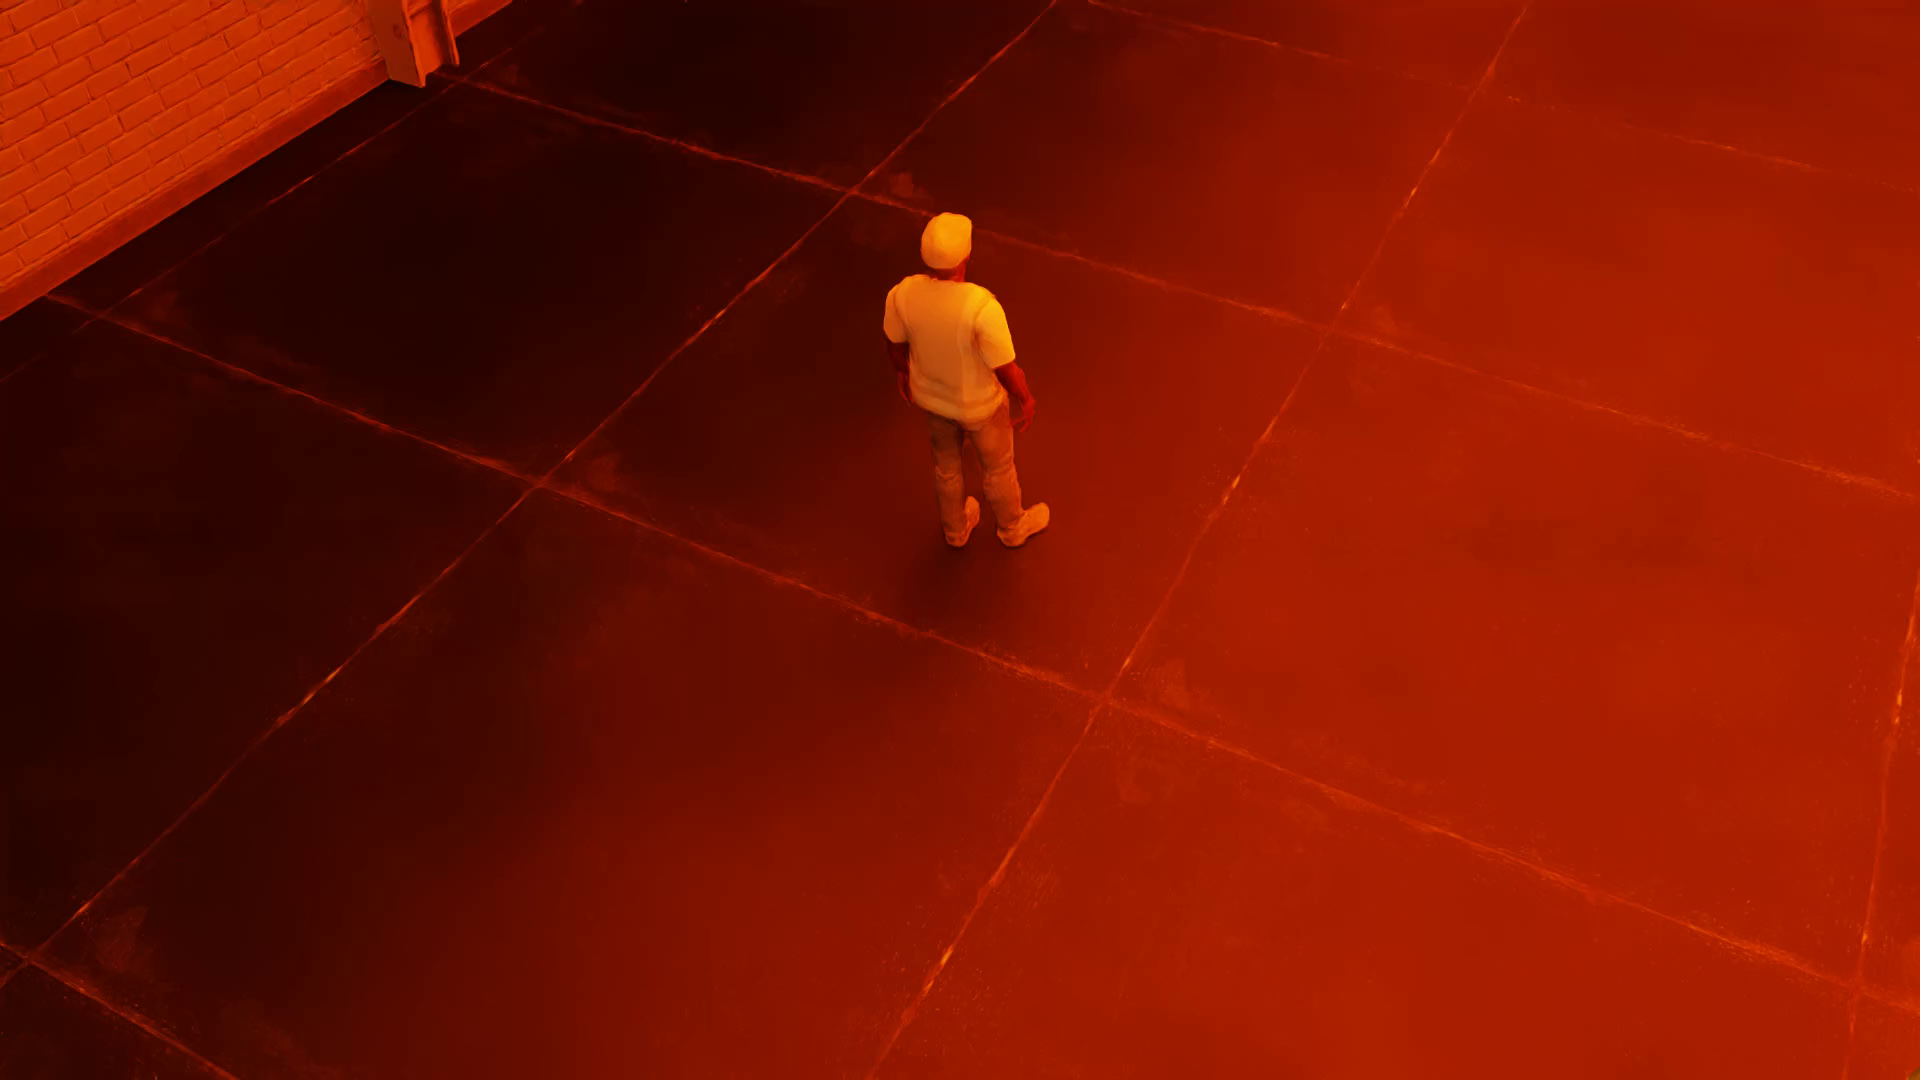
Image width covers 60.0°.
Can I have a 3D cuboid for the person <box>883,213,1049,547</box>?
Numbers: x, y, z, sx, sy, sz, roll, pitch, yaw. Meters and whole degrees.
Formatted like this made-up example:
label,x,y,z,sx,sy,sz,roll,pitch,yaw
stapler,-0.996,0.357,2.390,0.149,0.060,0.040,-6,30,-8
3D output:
label,x,y,z,sx,sy,sz,roll,pitch,yaw
person,0.037,-0.688,7.224,0.665,1.766,0.576,20,47,20
